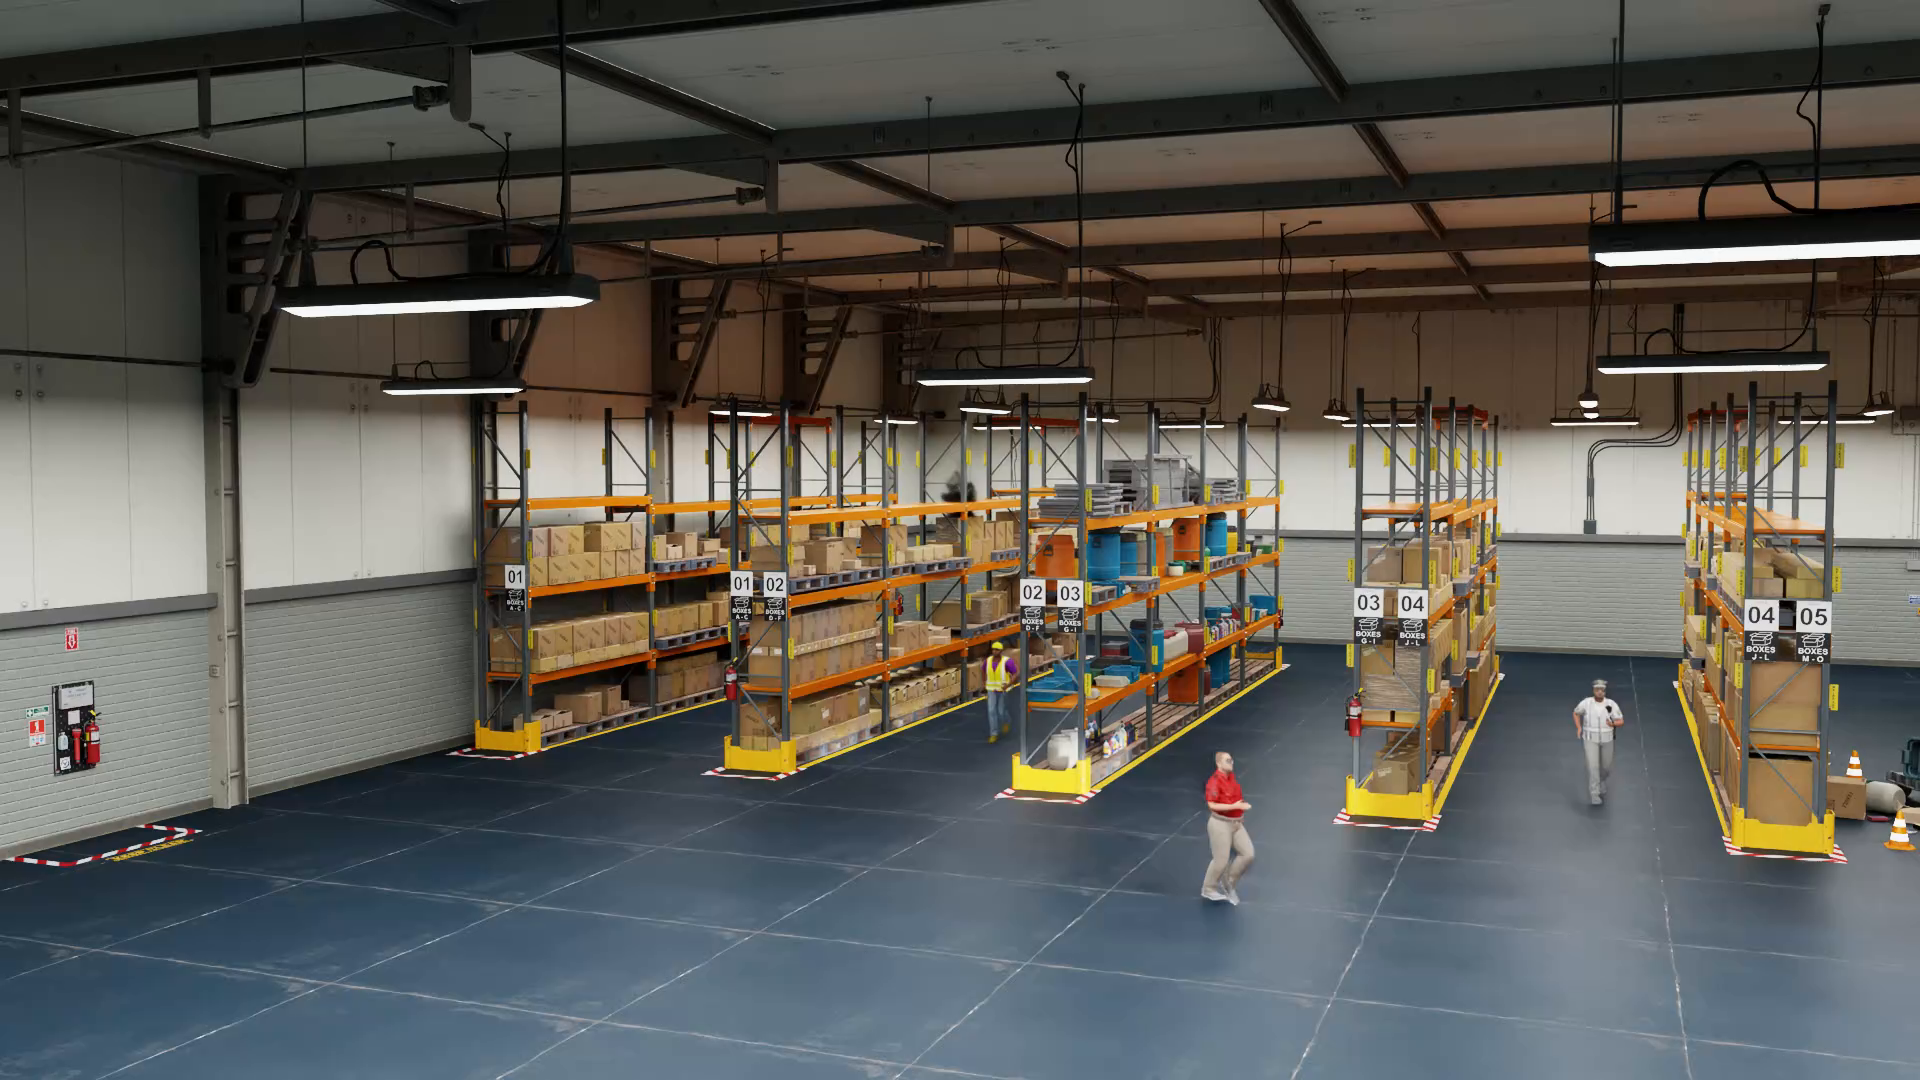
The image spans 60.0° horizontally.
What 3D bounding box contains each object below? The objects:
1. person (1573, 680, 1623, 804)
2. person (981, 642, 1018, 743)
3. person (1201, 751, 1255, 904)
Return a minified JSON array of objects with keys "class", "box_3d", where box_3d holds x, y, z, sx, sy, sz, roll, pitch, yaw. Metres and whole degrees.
[{"class":"person","box_3d":[9.334,2.915,24.305,0.668,1.757,0.962,1,3,13]},{"class":"person","box_3d":[0.693,2.691,29.693,0.711,1.765,0.872,1,3,17]},{"class":"person","box_3d":[3.025,3.249,18.648,0.676,1.755,0.643,3,4,43]}]
